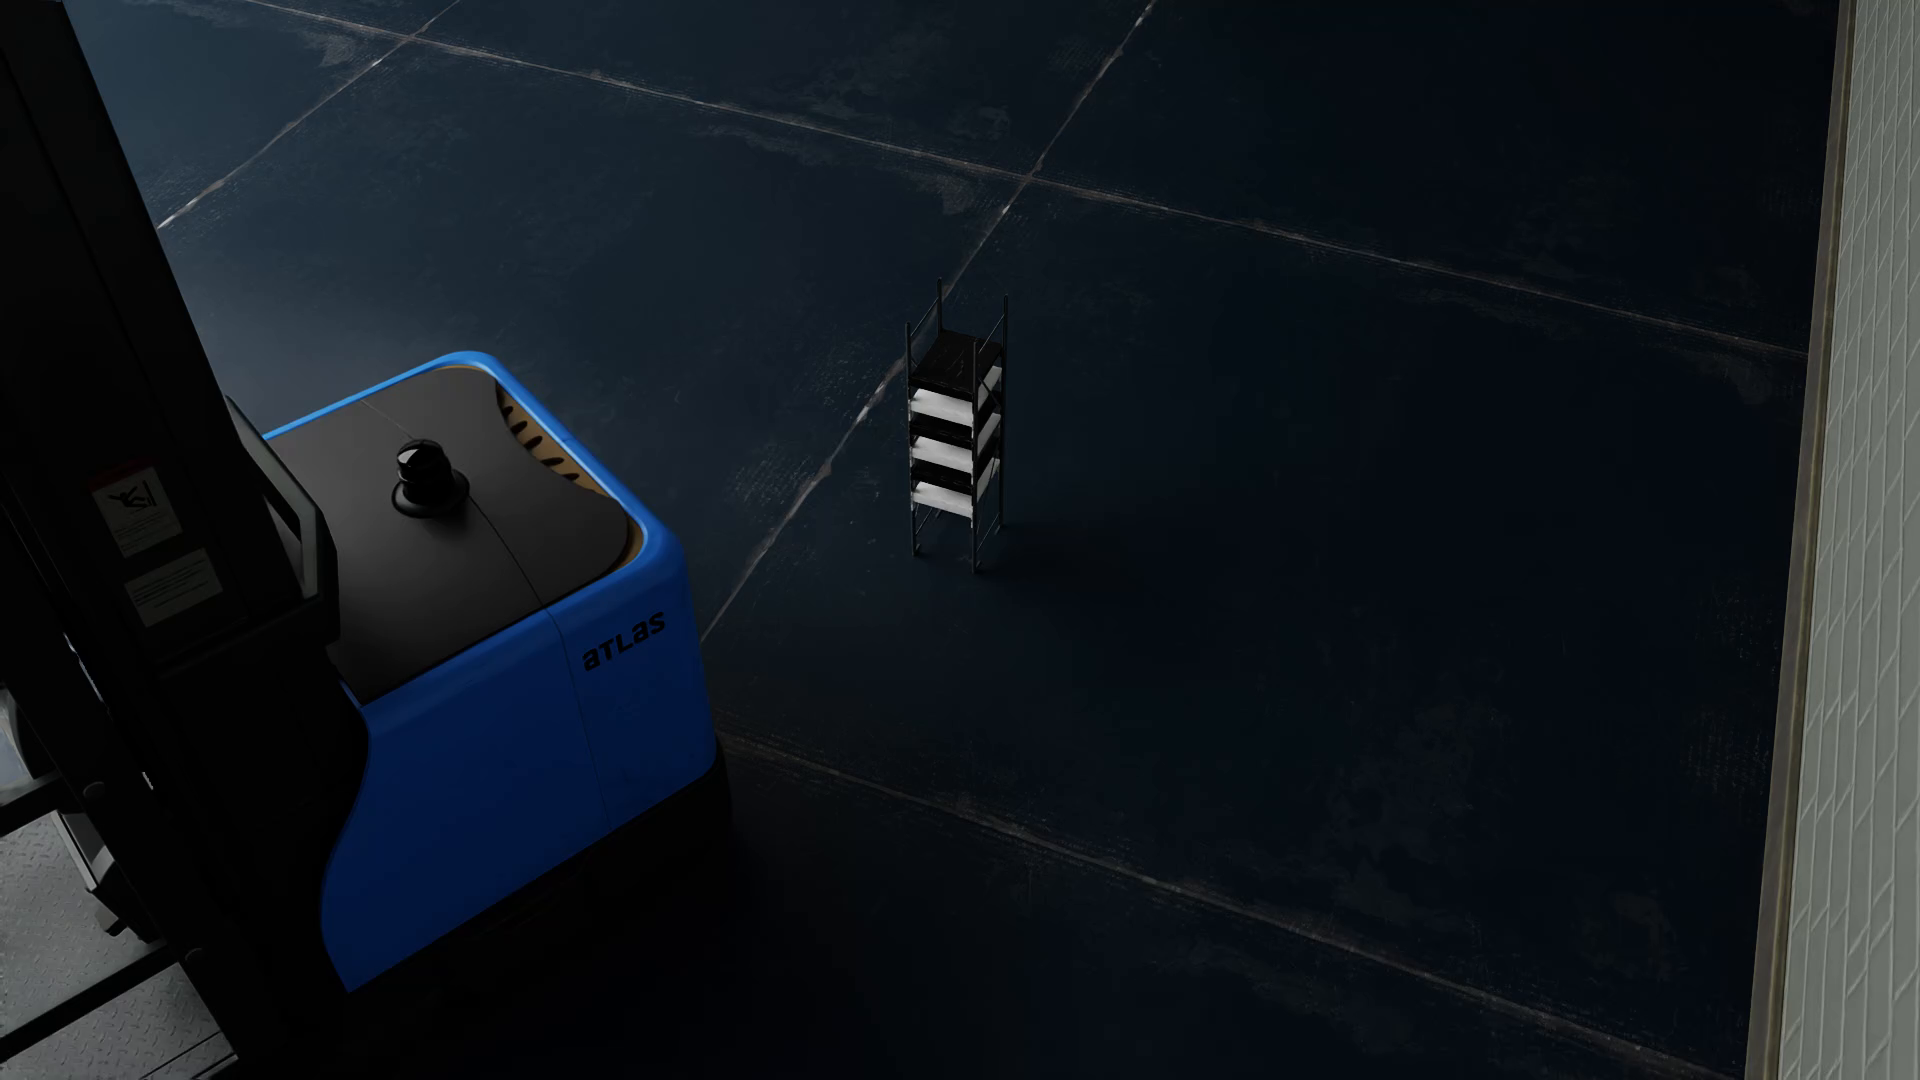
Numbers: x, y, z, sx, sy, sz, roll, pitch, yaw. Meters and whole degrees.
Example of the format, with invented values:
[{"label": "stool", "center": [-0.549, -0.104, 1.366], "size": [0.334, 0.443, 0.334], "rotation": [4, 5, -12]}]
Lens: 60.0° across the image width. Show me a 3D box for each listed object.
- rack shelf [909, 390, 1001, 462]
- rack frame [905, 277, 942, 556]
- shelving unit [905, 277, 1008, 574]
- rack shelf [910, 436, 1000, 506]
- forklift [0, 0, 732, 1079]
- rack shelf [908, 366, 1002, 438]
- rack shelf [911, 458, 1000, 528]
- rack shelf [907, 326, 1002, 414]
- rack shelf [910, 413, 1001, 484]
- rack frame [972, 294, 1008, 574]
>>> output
[{"label": "rack shelf", "center": [-0.007, -0.361, 4.895], "size": [0.200, 0.077, 0.258], "rotation": [16, 47, 16]}, {"label": "rack frame", "center": [-0.101, -0.349, 4.963], "size": [0.006, 0.900, 0.240], "rotation": [16, 47, 16]}, {"label": "shelving unit", "center": [-0.007, -0.321, 4.935], "size": [0.210, 0.900, 0.258], "rotation": [16, 47, 16]}, {"label": "rack shelf", "center": [-0.007, -0.234, 5.022], "size": [0.200, 0.077, 0.258], "rotation": [16, 47, 16]}, {"label": "forklift", "center": [-2.064, 0.140, 3.032], "size": [3.031, 2.935, 1.130], "rotation": [-30, 52, -27]}, {"label": "rack shelf", "center": [-0.007, -0.425, 4.831], "size": [0.200, 0.077, 0.258], "rotation": [16, 47, 16]}, {"label": "rack shelf", "center": [-0.007, -0.170, 5.085], "size": [0.200, 0.077, 0.258], "rotation": [16, 47, 16]}, {"label": "rack shelf", "center": [-0.007, -0.489, 4.768], "size": [0.200, 0.077, 0.258], "rotation": [16, 47, 16]}, {"label": "rack shelf", "center": [-0.007, -0.298, 4.958], "size": [0.200, 0.077, 0.258], "rotation": [16, 47, 16]}, {"label": "rack frame", "center": [0.086, -0.294, 4.907], "size": [0.006, 0.900, 0.240], "rotation": [16, 47, 16]}]
